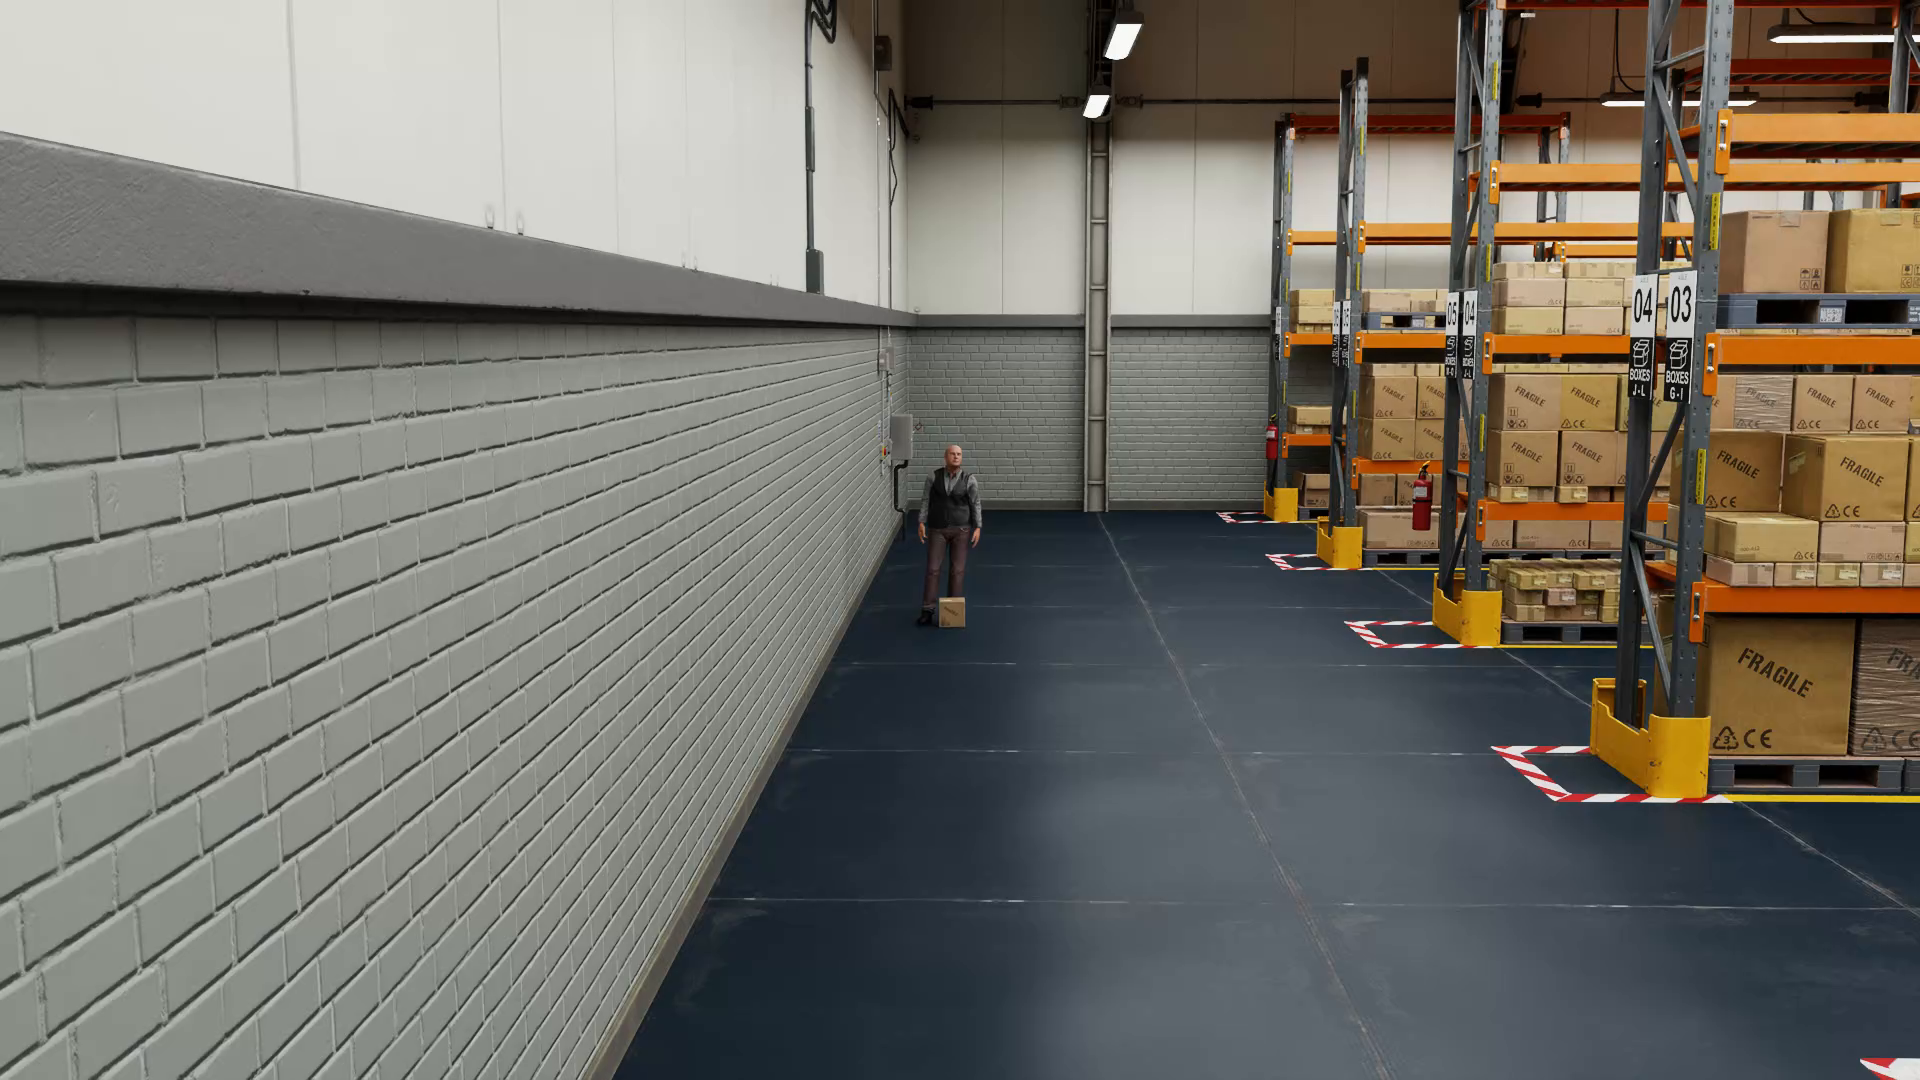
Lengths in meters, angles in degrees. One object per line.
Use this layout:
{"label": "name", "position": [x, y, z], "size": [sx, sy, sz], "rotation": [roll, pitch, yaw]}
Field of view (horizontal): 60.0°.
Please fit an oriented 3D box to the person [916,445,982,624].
{"label": "person", "position": [-0.105, -0.062, 16.292], "size": [0.633, 1.722, 0.551], "rotation": [0, 7, 1]}
